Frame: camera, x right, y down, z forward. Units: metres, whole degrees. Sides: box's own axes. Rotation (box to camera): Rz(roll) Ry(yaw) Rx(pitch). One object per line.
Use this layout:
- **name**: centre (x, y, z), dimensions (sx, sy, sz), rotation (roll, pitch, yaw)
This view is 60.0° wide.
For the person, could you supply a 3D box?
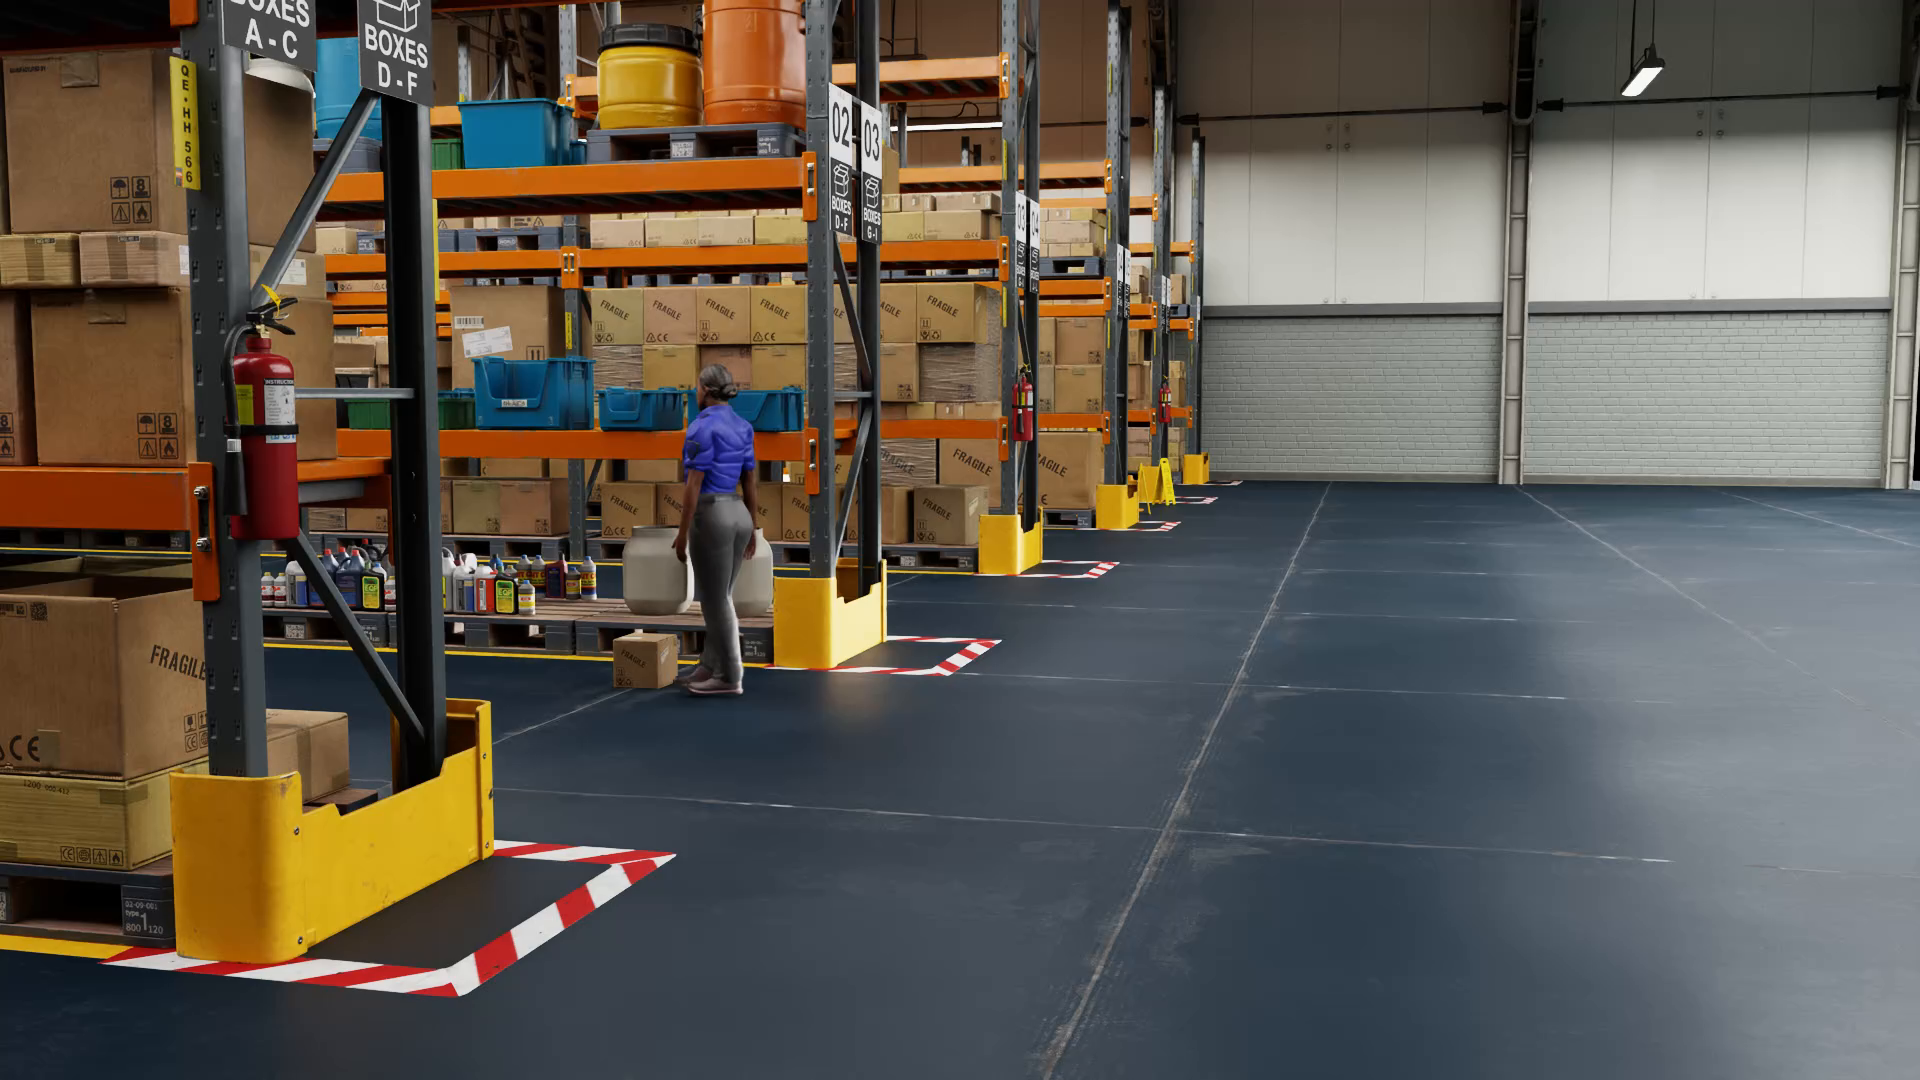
- **person**: centre (-1.312, -0.046, 8.360), dimensions (0.523, 1.675, 0.469), rotation (2, 5, 25)
